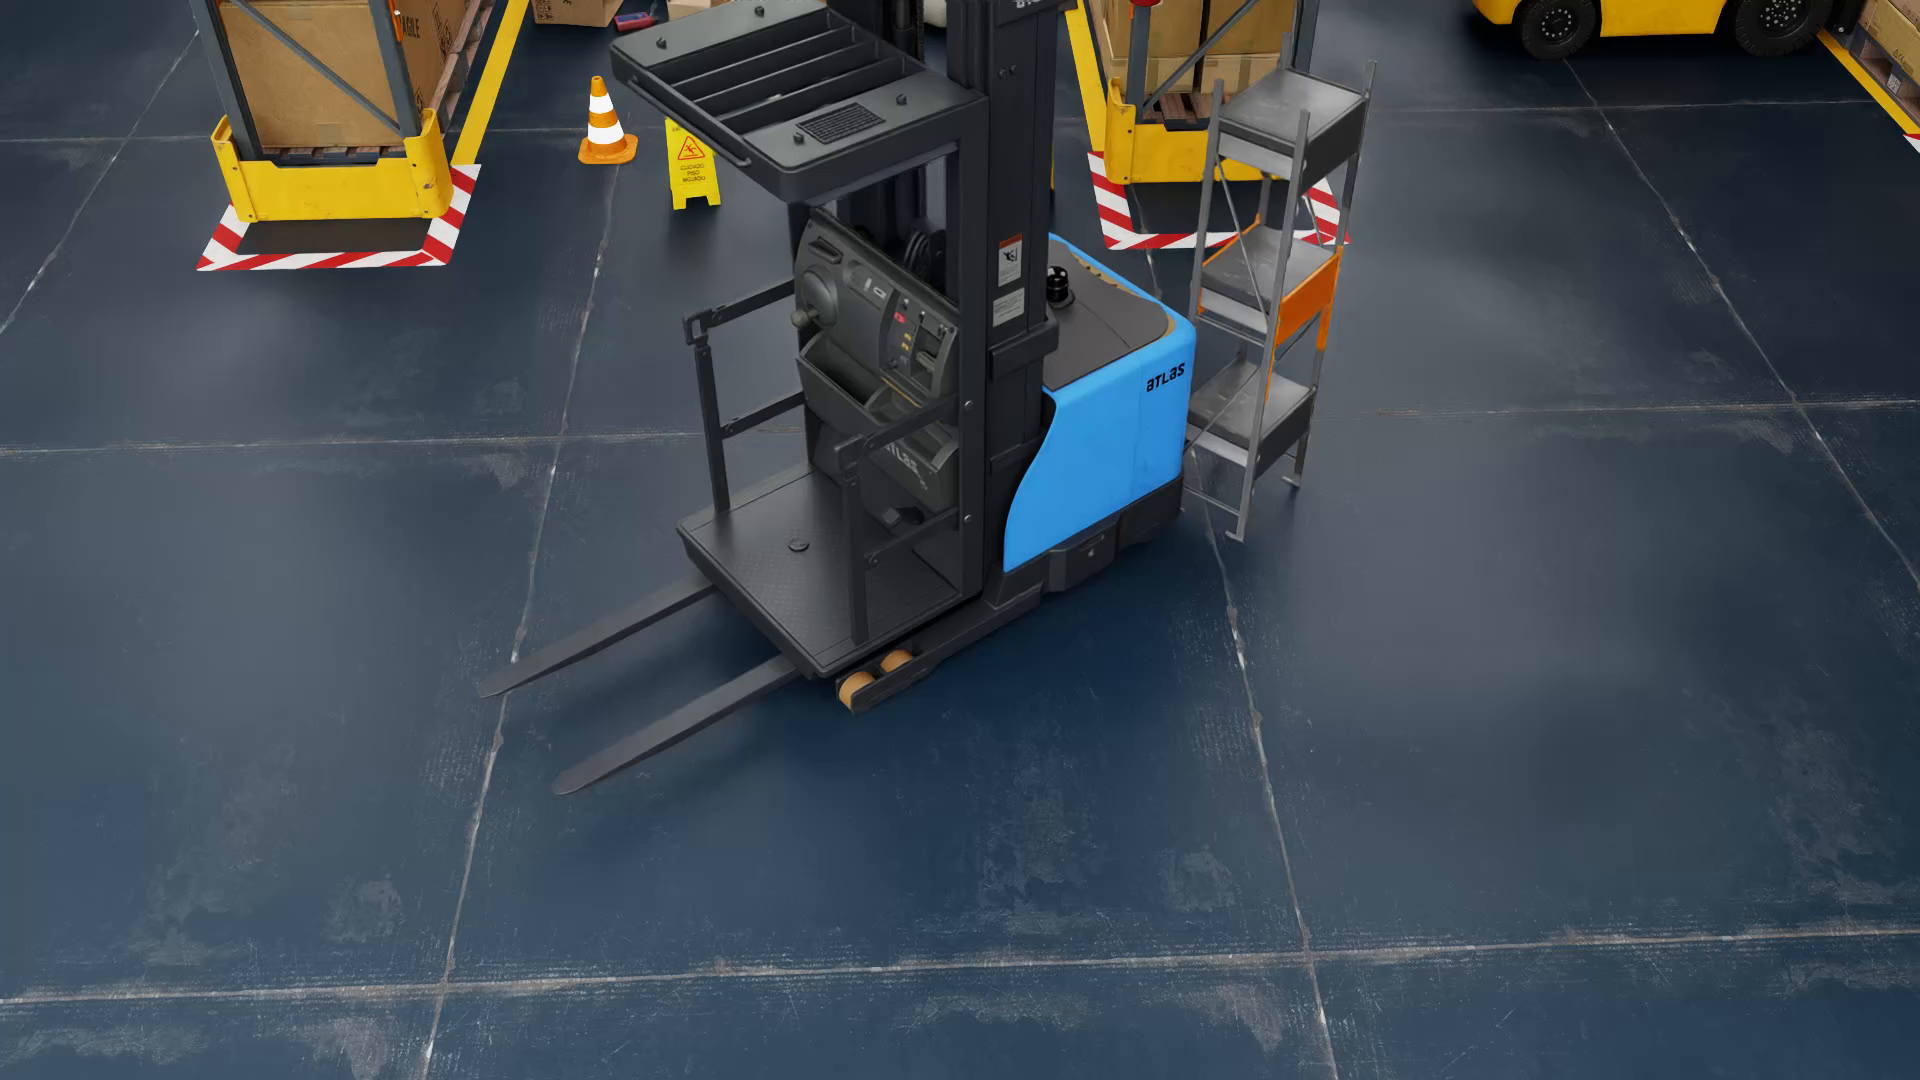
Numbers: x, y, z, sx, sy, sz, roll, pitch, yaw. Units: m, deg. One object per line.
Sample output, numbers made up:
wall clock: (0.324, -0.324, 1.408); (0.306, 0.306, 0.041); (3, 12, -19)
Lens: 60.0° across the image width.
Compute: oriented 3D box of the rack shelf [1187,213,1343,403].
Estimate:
rack shelf: (1.256, -0.969, 6.923); (0.431, 0.518, 0.480); (29, 50, 28)

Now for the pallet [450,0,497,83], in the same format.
pallet: (-3.659, -3.371, 10.921); (1.003, 0.211, 1.213); (-2, 43, -2)

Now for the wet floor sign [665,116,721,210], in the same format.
wet floor sign: (-1.519, -2.209, 9.332); (0.267, 0.644, 0.232); (-8, 43, -9)

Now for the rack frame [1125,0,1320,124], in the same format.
rack frame: (1.443, -3.250, 8.725); (1.000, 3.000, 0.127); (-2, 43, -2)

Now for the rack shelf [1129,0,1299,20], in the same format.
rack shelf: (1.358, -4.335, 10.441); (1.077, 0.370, 4.000); (-2, 43, -2)

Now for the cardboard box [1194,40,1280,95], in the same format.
cardboard box: (1.685, -2.943, 10.115); (0.500, 0.250, 0.500); (-2, 43, -2)

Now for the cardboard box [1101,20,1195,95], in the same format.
cardboard box: (1.139, -2.945, 10.117); (0.500, 0.250, 0.500); (-2, 43, -2)

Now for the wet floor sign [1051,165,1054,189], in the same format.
wet floor sign: (0.382, -2.223, 9.347); (0.267, 0.644, 0.232); (12, 44, 13)

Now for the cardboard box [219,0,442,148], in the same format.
cardboard box: (-3.593, -2.867, 9.569); (0.875, 0.875, 0.875); (-1, 43, -2)

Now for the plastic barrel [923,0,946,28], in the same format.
plastic barrel: (-0.158, -3.651, 11.069); (0.512, 0.421, 0.421); (27, 49, 27)

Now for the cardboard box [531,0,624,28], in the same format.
cardboard box: (-2.577, -3.801, 11.174); (0.500, 0.500, 0.500); (5, 43, 6)

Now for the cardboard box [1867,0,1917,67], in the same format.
cardboard box: (6.055, -3.180, 10.373); (0.500, 0.250, 0.500); (-2, 43, -2)

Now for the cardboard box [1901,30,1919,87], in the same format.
cardboard box: (6.066, -2.844, 10.007); (0.500, 0.250, 0.500); (-1, 43, -1)

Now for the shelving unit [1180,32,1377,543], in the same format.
shelving unit: (1.256, -0.979, 6.914); (0.431, 2.100, 0.503); (29, 50, 28)

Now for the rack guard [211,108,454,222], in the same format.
rack guard: (-3.497, -2.102, 9.323); (1.175, 0.500, 0.348); (-2, 43, -2)

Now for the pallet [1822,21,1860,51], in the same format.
pallet: (6.279, -3.703, 11.284); (1.003, 0.211, 1.213); (-2, 43, -2)

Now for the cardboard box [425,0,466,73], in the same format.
cardboard box: (-3.633, -3.461, 10.217); (0.875, 0.875, 0.875); (-2, 43, -2)

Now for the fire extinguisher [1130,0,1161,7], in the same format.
fire extinguisher: (0.987, -3.131, 8.652); (0.296, 0.674, 0.183); (-2, 43, -2)

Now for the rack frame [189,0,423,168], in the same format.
rack frame: (-3.498, -3.039, 8.496); (1.000, 3.000, 0.127); (-2, 43, -2)

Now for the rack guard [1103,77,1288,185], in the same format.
rack guard: (1.440, -2.379, 9.626); (1.175, 0.500, 0.348); (-2, 43, -2)

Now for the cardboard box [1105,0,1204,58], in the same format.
cardboard box: (1.148, -3.201, 9.841); (0.500, 0.500, 0.500); (-1, 43, -2)

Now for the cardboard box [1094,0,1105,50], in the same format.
cardboard box: (1.126, -3.279, 10.481); (0.500, 0.250, 0.500); (-1, 43, -2)

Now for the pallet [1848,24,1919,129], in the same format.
pallet: (6.328, -2.882, 10.387); (1.003, 0.211, 1.213); (-2, 43, -2)

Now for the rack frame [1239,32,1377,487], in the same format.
rack frame: (1.410, -1.107, 7.054); (0.400, 2.100, 0.015); (29, 50, 28)

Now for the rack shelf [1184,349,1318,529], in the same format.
rack shelf: (1.256, -0.453, 7.396); (0.431, 0.518, 0.480); (29, 50, 28)

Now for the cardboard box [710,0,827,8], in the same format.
cardboard box: (-1.161, -3.443, 10.783); (0.797, 0.503, 0.637); (-32, 51, -30)

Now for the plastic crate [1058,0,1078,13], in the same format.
plastic crate: (0.520, -3.790, 11.476); (0.402, 0.080, 0.583); (-16, 45, -16)

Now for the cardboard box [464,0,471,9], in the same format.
cardboard box: (-3.669, -4.076, 10.889); (0.875, 0.875, 0.875); (-1, 43, -1)

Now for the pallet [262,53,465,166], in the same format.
pallet: (-3.611, -2.549, 10.024); (1.003, 0.211, 1.213); (-2, 43, -2)

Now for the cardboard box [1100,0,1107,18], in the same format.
cardboard box: (1.123, -3.553, 10.225); (0.500, 0.500, 0.500); (0, 43, 0)

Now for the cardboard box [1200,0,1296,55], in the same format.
cardboard box: (1.683, -3.236, 9.879); (0.500, 0.500, 0.500); (-3, 43, -3)

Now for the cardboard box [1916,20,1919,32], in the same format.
cardboard box: (6.069, -3.040, 9.850); (0.500, 0.250, 0.500); (-2, 43, -2)

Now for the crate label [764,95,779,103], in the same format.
crate label: (-1.054, -2.715, 10.261); (0.250, 0.136, 0.298); (-23, 47, -23)

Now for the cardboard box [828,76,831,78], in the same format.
cardboard box: (-0.631, -3.025, 10.590); (0.380, 0.149, 0.250); (19, 46, 20)

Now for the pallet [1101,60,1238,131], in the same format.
pallet: (1.440, -2.822, 10.323); (1.003, 0.211, 1.213); (-2, 43, -2)

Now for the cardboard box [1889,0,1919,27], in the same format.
cardboard box: (6.058, -3.379, 10.220); (0.500, 0.250, 0.500); (-2, 43, -2)

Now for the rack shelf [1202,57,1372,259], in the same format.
rack shelf: (1.256, -1.485, 6.450); (0.431, 0.518, 0.480); (29, 50, 28)

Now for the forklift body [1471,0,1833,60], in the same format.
forklift body: (4.499, -4.310, 10.509); (2.313, 2.155, 1.214); (-2, 43, -2)

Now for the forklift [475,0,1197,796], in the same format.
forklift: (-0.487, -0.797, 6.100); (3.031, 2.935, 1.130); (-28, 49, -27)

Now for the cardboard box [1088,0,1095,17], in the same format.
cardboard box: (1.098, -3.632, 10.866); (0.500, 0.250, 0.500); (-3, 43, -3)

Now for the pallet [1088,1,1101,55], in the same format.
pallet: (1.392, -3.644, 11.219); (1.003, 0.211, 1.213); (-2, 43, -2)

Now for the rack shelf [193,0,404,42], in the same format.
rack shelf: (-3.583, -4.124, 10.212); (1.077, 0.370, 4.000); (-2, 43, -2)

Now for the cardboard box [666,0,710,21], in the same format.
cardboard box: (-1.755, -3.624, 11.157); (0.396, 0.266, 0.258); (5, 43, 6)

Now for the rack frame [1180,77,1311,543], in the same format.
rack frame: (1.102, -0.851, 6.775); (0.400, 2.100, 0.015); (29, 50, 28)

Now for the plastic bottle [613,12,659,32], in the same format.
plastic bottle: (-2.170, -3.482, 11.153); (0.283, 0.061, 0.133); (-16, 45, -16)

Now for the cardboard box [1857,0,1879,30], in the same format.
cardboard box: (6.042, -3.518, 10.742); (0.500, 0.250, 0.500); (-1, 43, -1)

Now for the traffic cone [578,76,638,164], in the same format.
traffic cone: (-2.102, -2.503, 9.788); (0.336, 0.463, 0.334); (-2, 43, -2)
